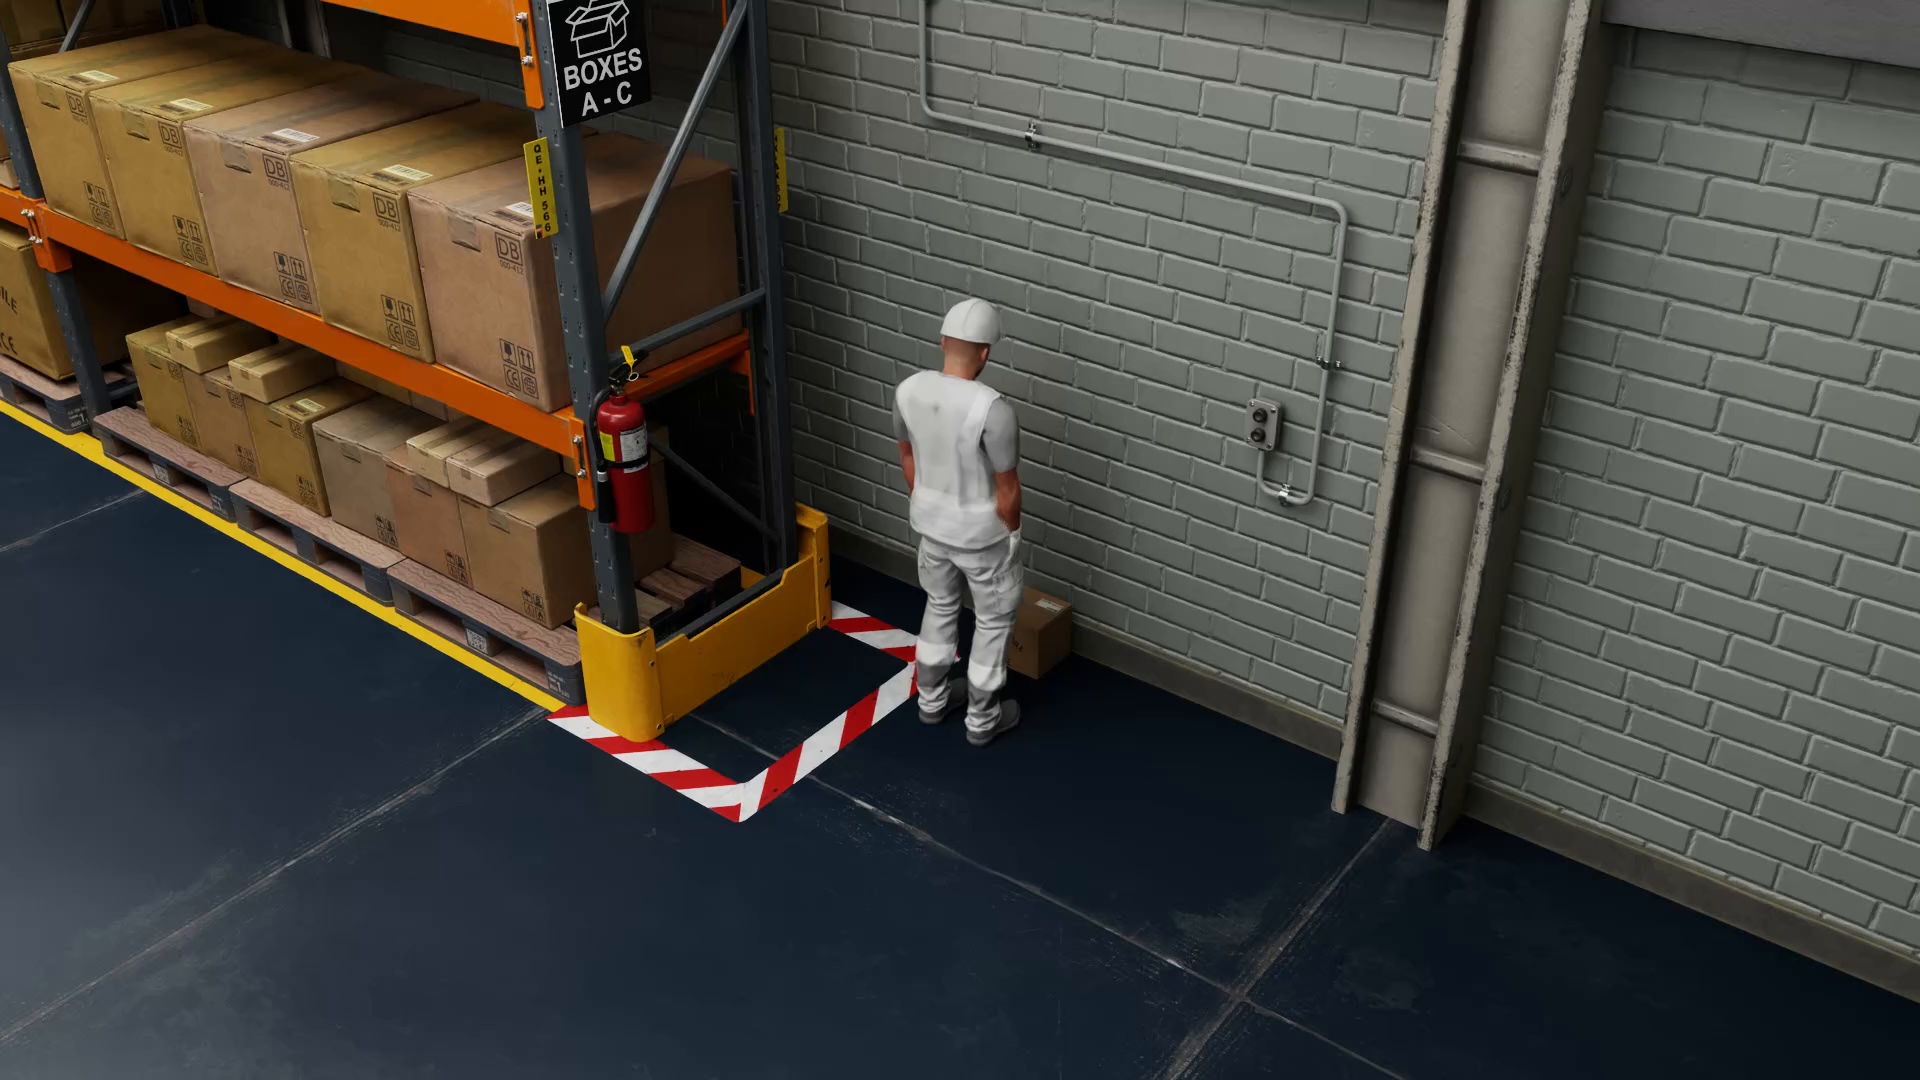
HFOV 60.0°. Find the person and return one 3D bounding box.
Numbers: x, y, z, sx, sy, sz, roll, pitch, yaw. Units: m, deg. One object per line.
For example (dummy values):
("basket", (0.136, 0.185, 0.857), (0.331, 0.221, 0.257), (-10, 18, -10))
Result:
("person", (0.016, -0.059, 6.229), (0.533, 1.767, 0.388), (20, 36, 31))
